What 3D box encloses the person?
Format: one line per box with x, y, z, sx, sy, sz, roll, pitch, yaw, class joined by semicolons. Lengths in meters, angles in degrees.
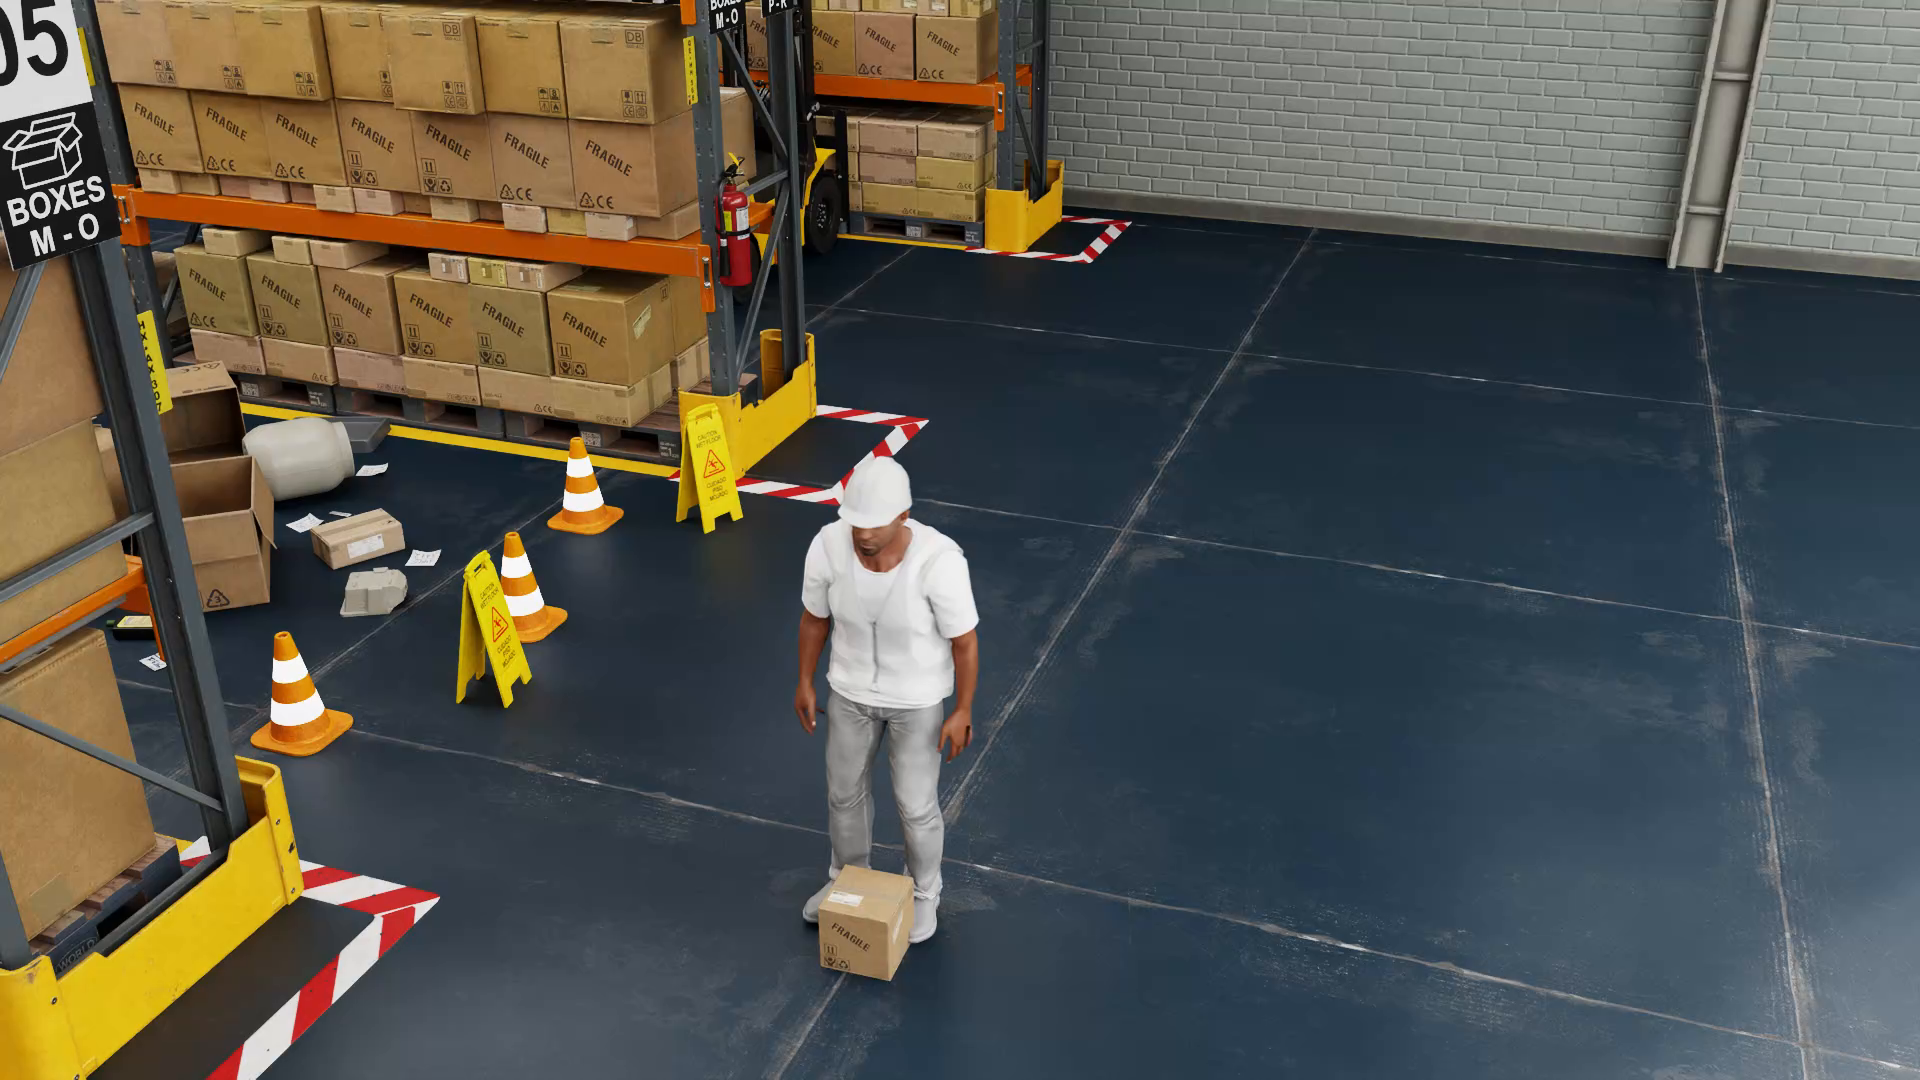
-0.253;0.524;5.498;0.627;1.757;0.455;9;27;17;person
